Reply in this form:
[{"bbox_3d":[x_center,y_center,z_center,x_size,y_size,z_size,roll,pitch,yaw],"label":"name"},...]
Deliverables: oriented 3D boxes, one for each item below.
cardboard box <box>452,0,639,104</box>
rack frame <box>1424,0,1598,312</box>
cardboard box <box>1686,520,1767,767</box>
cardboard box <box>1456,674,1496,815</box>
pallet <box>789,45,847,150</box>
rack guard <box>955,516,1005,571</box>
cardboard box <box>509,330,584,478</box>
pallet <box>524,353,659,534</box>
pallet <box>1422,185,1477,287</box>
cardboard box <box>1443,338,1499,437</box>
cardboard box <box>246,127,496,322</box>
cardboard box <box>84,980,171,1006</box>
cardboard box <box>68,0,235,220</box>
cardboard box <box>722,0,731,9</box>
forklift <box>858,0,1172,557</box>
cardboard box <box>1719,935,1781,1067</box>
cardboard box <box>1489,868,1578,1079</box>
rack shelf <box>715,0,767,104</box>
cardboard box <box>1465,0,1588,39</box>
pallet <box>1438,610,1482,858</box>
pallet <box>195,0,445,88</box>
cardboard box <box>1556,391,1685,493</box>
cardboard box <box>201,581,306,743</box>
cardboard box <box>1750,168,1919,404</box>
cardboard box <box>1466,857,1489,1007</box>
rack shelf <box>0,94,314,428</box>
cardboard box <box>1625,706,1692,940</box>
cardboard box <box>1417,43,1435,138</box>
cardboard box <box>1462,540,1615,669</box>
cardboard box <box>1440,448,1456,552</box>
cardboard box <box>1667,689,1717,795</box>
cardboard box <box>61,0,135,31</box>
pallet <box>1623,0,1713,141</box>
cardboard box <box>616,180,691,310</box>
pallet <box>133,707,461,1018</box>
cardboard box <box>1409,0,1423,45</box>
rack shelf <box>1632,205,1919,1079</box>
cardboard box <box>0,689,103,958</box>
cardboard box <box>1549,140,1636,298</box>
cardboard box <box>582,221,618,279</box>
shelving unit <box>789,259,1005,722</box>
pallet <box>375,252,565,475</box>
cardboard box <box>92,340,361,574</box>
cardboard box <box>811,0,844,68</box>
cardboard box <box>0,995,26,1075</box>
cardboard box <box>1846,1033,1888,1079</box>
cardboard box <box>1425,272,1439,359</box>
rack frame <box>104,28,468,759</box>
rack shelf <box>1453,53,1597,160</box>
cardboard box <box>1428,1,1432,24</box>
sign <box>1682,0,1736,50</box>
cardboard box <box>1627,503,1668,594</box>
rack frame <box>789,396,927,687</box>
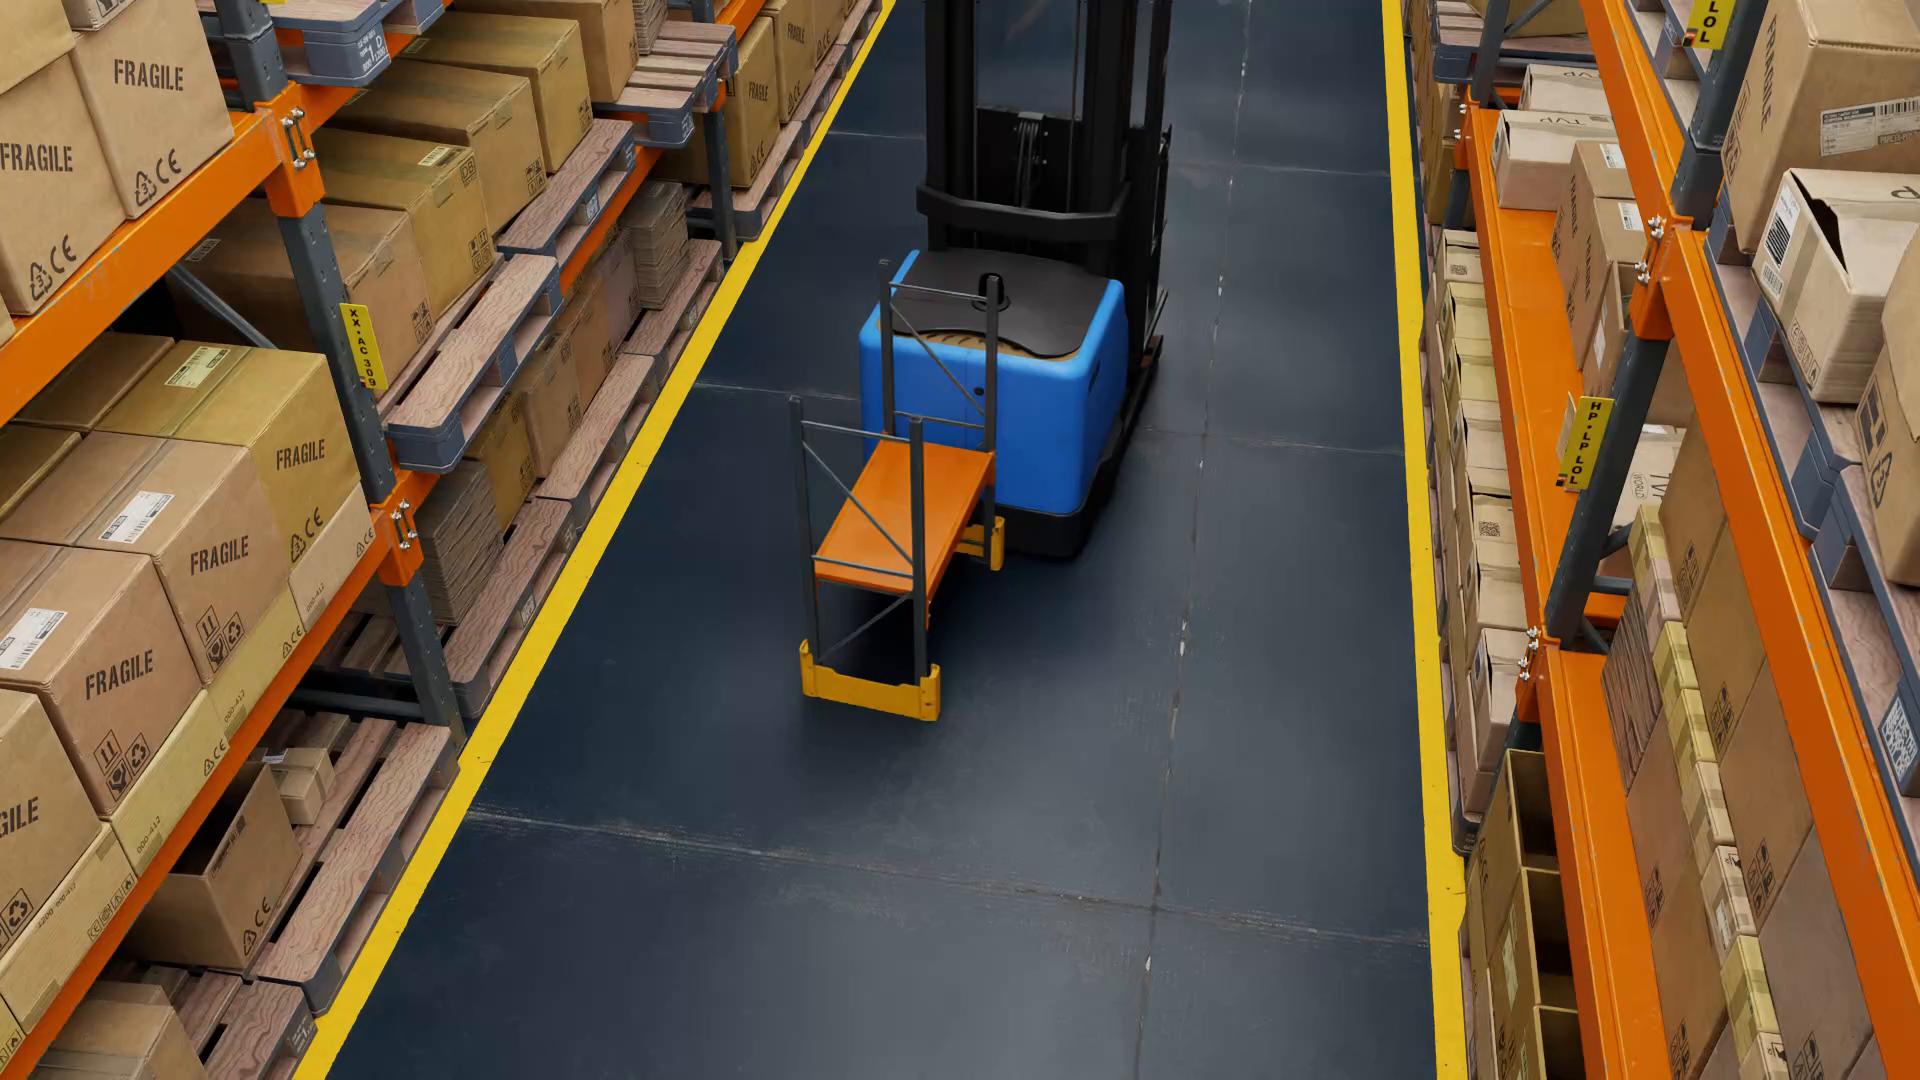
[{"bbox_3d":[-1.954,-2.426,7.906,0.700,0.500,0.500,3,40,3],"label":"cardboard box"},{"bbox_3d":[3.067,-2.324,8.207,1.000,3.000,0.127,6,40,8],"label":"rack frame"},{"bbox_3d":[2.219,0.244,4.004,0.700,0.500,0.500,6,40,8],"label":"cardboard box"},{"bbox_3d":[2.162,0.792,6.266,0.500,0.250,0.500,6,40,7],"label":"cardboard box"},{"bbox_3d":[-1.388,-3.043,11.265,1.003,0.211,1.213,6,40,8],"label":"pallet"},{"bbox_3d":[-0.089,-0.031,7.591,0.587,0.250,0.087,11,41,13],"label":"rack guard"},{"bbox_3d":[-2.225,-0.673,7.826,0.700,0.500,0.500,7,40,8],"label":"cardboard box"},{"bbox_3d":[-2.162,-0.539,8.237,1.003,0.211,1.213,6,40,8],"label":"pallet"},{"bbox_3d":[3.234,-1.714,9.657,1.003,0.211,1.213,6,40,8],"label":"pallet"},{"bbox_3d":[2.514,-0.695,7.625,0.500,0.311,0.500,5,40,6],"label":"cardboard box"},{"bbox_3d":[-2.279,-1.231,6.461,0.700,0.500,0.500,10,41,12],"label":"cardboard box"},{"bbox_3d":[-2.801,1.573,5.385,0.380,0.149,0.250,3,40,4],"label":"cardboard box"},{"bbox_3d":[-2.349,-1.214,4.416,0.500,0.500,0.500,7,40,9],"label":"cardboard box"},{"bbox_3d":[-1.475,-3.117,9.347,0.380,0.149,0.250,7,40,8],"label":"cardboard box"},{"bbox_3d":[0.451,-1.998,7.867,1.130,2.935,3.031,11,41,13],"label":"forklift"},{"bbox_3d":[1.873,1.018,3.577,0.380,0.149,0.250,6,40,7],"label":"cardboard box"},{"bbox_3d":[1.908,1.367,4.983,0.500,0.500,0.500,6,40,8],"label":"cardboard box"},{"bbox_3d":[-1.466,-3.846,10.612,1.077,0.370,4.000,6,40,8],"label":"rack shelf"},{"bbox_3d":[3.065,-2.932,8.534,0.700,0.500,0.500,-6,40,-7],"label":"cardboard box"},{"bbox_3d":[2.464,0.794,6.623,1.003,0.211,1.213,6,40,8],"label":"pallet"},{"bbox_3d":[-2.293,-1.817,5.387,1.213,0.211,1.003,6,40,8],"label":"pallet"},{"bbox_3d":[2.347,-0.334,5.905,0.396,0.266,0.258,5,40,7],"label":"cardboard box"},{"bbox_3d":[-2.382,0.335,5.093,0.500,0.250,0.500,7,40,8],"label":"cardboard box"},{"bbox_3d":[1.935,-0.525,3.308,0.500,0.311,0.500,4,40,5],"label":"cardboard box"},{"bbox_3d":[1.996,1.342,5.601,0.500,0.250,0.500,6,40,8],"label":"cardboard box"},{"bbox_3d":[-2.850,0.019,3.583,1.077,0.370,4.000,6,40,8],"label":"rack shelf"},{"bbox_3d":[2.220,0.759,4.400,0.700,0.500,0.500,6,40,7],"label":"cardboard box"},{"bbox_3d":[3.173,-2.798,10.396,0.500,0.500,0.500,5,40,6],"label":"cardboard box"},{"bbox_3d":[2.247,0.255,6.475,0.500,0.311,0.500,7,40,9],"label":"cardboard box"},{"bbox_3d":[2.428,-0.165,7.424,0.500,0.250,0.500,7,40,9],"label":"cardboard box"},{"bbox_3d":[2.008,0.530,4.168,0.380,0.149,0.250,6,40,7],"label":"cardboard box"},{"bbox_3d":[-2.324,-1.601,4.099,0.500,0.500,0.500,3,40,4],"label":"cardboard box"},{"bbox_3d":[2.515,-1.451,4.947,0.805,0.209,1.217,5,40,6],"label":"pallet"},{"bbox_3d":[-1.885,-1.616,8.967,0.700,0.500,0.500,7,40,8],"label":"cardboard box"},{"bbox_3d":[-2.586,1.143,6.202,1.003,0.211,1.213,6,40,8],"label":"pallet"},{"bbox_3d":[3.436,-3.764,11.565,0.500,0.500,0.500,5,40,6],"label":"cardboard box"},{"bbox_3d":[2.029,0.563,2.926,1.077,0.370,4.000,6,40,8],"label":"rack shelf"},{"bbox_3d":[-2.549,0.690,4.075,0.500,0.500,0.500,8,40,9],"label":"cardboard box"},{"bbox_3d":[2.793,-1.308,6.899,0.500,0.500,0.500,4,40,5],"label":"cardboard box"},{"bbox_3d":[-2.046,-1.554,8.304,0.500,0.250,0.500,7,40,9],"label":"cardboard box"},{"bbox_3d":[-0.229,-0.208,6.824,0.587,1.500,1.083,11,41,13],"label":"shelving unit"},{"bbox_3d":[-2.229,-0.747,6.450,1.003,0.211,1.213,6,40,8],"label":"pallet"},{"bbox_3d":[-2.282,-0.265,5.231,0.500,0.500,0.500,6,40,8],"label":"cardboard box"},{"bbox_3d":[-1.255,-3.731,11.266,0.750,0.750,0.750,8,40,9],"label":"cardboard box"},{"bbox_3d":[-2.630,1.285,3.943,0.500,0.250,0.500,6,40,7],"label":"cardboard box"},{"bbox_3d":[1.958,1.186,2.864,0.700,0.500,0.500,7,40,8],"label":"cardboard box"},{"bbox_3d":[2.688,-1.130,8.591,0.500,0.250,0.500,6,40,8],"label":"cardboard box"},{"bbox_3d":[-2.504,-0.357,5.828,1.000,3.000,0.127,6,40,8],"label":"rack frame"},{"bbox_3d":[3.414,-3.302,9.954,1.077,0.370,4.000,6,40,8],"label":"rack shelf"},{"bbox_3d":[3.263,-3.425,10.567,0.500,0.250,0.500,6,40,8],"label":"cardboard box"},{"bbox_3d":[1.839,-1.344,4.015,0.100,0.325,0.005,6,40,8],"label":"sign"},{"bbox_3d":[2.138,0.045,4.754,0.380,0.149,0.250,6,40,8],"label":"cardboard box"},{"bbox_3d":[-0.376,0.108,6.442,0.500,1.500,0.032,11,41,13],"label":"rack frame"}]
